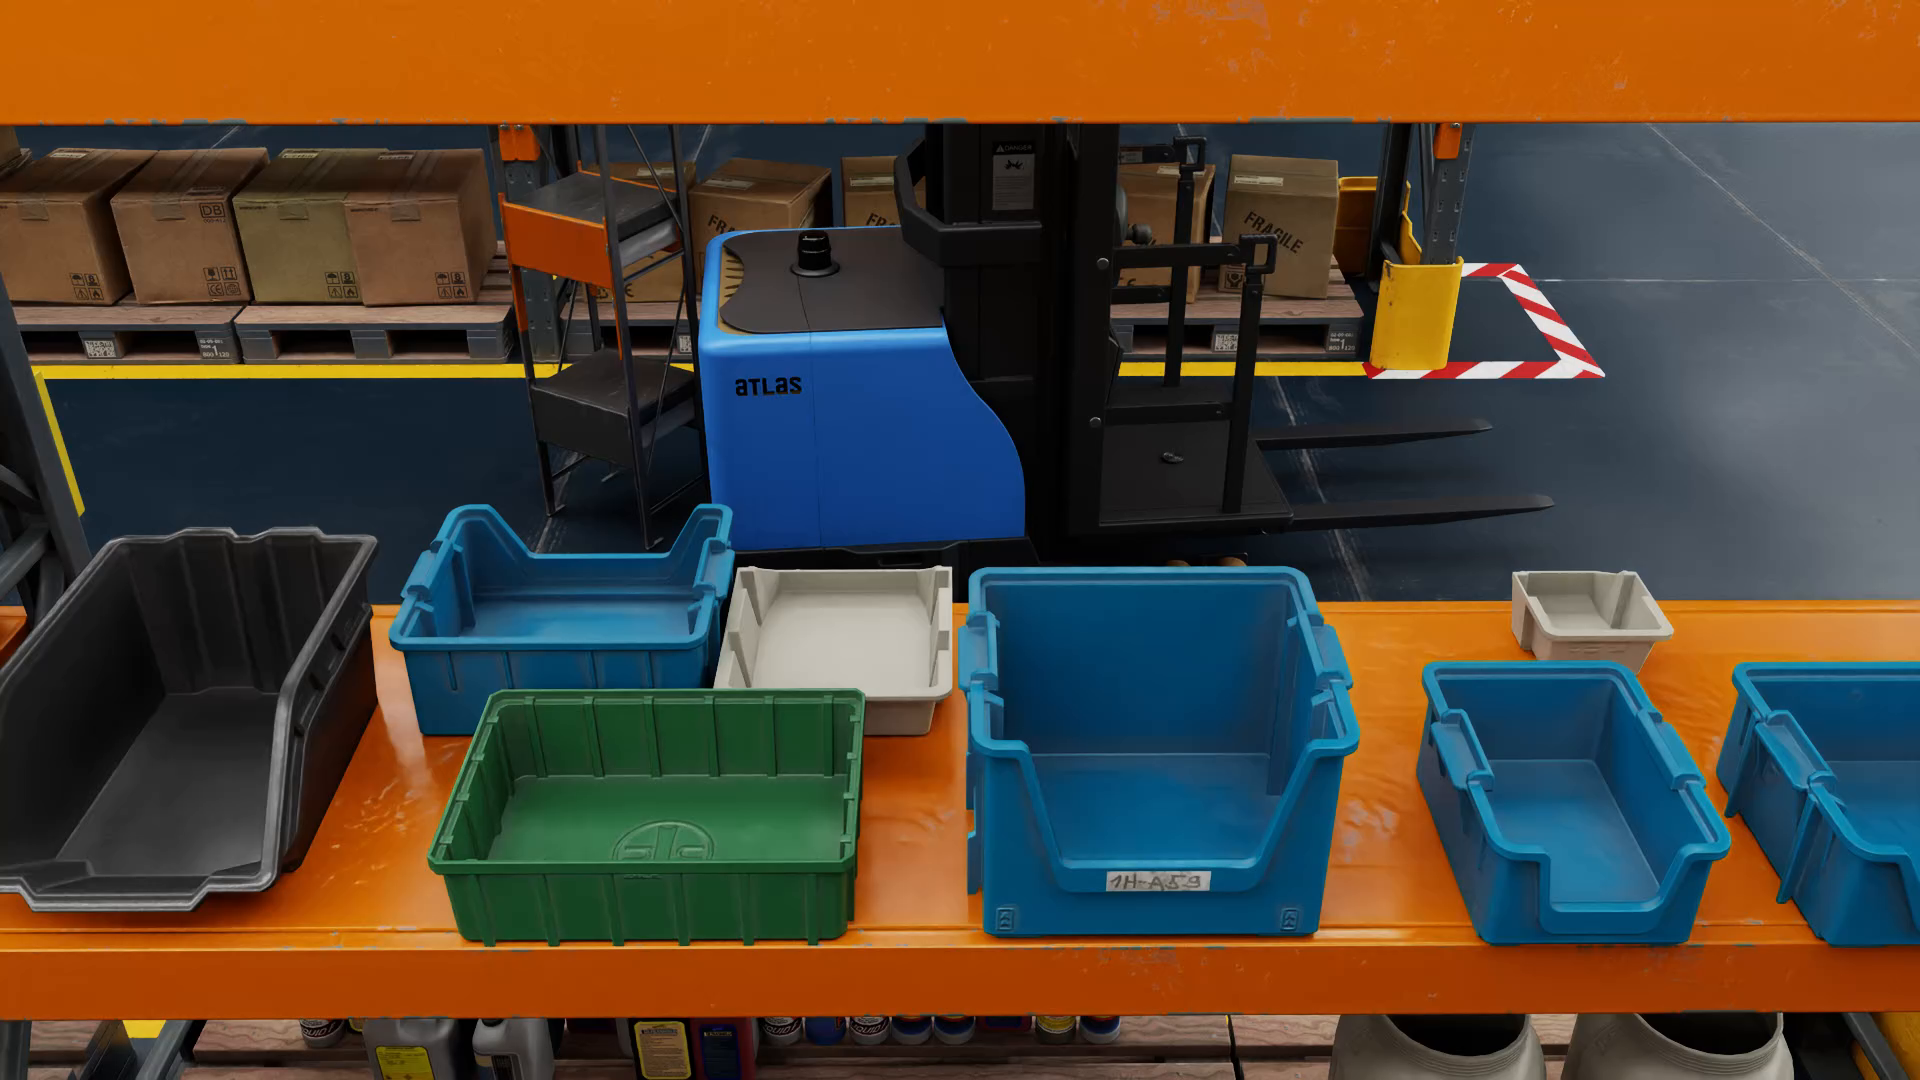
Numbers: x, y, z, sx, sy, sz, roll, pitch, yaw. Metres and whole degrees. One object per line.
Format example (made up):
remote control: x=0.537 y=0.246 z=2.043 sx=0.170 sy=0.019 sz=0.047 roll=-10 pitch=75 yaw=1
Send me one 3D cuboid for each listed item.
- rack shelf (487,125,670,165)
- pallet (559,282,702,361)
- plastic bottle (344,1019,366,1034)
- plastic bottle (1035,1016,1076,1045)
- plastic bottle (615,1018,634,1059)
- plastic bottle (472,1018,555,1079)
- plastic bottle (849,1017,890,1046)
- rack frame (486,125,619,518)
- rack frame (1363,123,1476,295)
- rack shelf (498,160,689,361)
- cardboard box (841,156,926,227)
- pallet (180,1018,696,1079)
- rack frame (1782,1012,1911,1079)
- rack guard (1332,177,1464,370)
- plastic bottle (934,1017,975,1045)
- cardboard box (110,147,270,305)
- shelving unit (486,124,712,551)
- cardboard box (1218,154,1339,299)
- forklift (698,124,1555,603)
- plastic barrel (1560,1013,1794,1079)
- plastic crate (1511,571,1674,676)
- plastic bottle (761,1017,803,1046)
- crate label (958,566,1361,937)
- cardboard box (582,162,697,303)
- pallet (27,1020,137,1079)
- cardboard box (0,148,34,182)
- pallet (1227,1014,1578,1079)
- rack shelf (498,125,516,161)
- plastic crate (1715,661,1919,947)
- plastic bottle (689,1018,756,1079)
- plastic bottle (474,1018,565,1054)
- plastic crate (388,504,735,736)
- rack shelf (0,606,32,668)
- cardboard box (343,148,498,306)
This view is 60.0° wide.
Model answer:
rack shelf: x=-1.279 y=-1.596 z=5.529 sx=0.480 sy=0.518 sz=0.431 roll=17 pitch=35 yaw=26
pallet: x=-1.214 y=-1.170 z=7.974 sx=1.213 sy=0.211 sz=1.003 roll=0 pitch=31 yaw=0
plastic bottle: x=-1.377 y=1.028 z=3.858 sx=0.133 sy=0.283 sz=0.061 roll=1 pitch=31 yaw=2
plastic bottle: x=0.226 y=1.068 z=3.872 sx=0.097 sy=0.201 sz=0.097 roll=0 pitch=31 yaw=0
plastic bottle: x=-0.699 y=1.019 z=3.808 sx=0.185 sy=0.351 sz=0.144 roll=0 pitch=31 yaw=-1
plastic bottle: x=-0.996 y=1.129 z=3.700 sx=0.135 sy=0.276 sz=0.152 roll=0 pitch=31 yaw=0
plastic bottle: x=-0.213 y=1.069 z=3.870 sx=0.097 sy=0.201 sz=0.097 roll=0 pitch=31 yaw=0
rack frame: x=-1.485 y=-1.074 z=5.993 sx=0.015 sy=2.100 sz=0.400 roll=17 pitch=35 yaw=26
rack frame: x=2.114 y=-2.354 z=7.238 sx=0.127 sy=3.000 sz=1.000 roll=0 pitch=31 yaw=0
rack shelf: x=-1.275 y=-0.998 z=5.893 sx=0.480 sy=0.518 sz=0.431 roll=17 pitch=35 yaw=26
cardboard box: x=-0.292 y=-1.481 z=7.805 sx=0.500 sy=0.500 sz=0.500 roll=-3 pitch=31 yaw=-5
pallet: x=-1.184 y=1.439 z=3.674 sx=1.213 sy=0.211 sz=1.003 roll=0 pitch=31 yaw=0
rack frame: x=2.144 y=0.215 z=3.004 sx=0.127 sy=3.000 sz=1.000 roll=0 pitch=31 yaw=0
rack guard: x=2.038 y=-1.285 z=7.886 sx=0.348 sy=0.500 sz=1.175 roll=0 pitch=31 yaw=0
plastic bottle: x=-0.014 y=1.039 z=3.853 sx=0.097 sy=0.271 sz=0.097 roll=0 pitch=31 yaw=0
cardboard box: x=-3.536 y=-1.476 z=7.777 sx=0.500 sy=0.500 sz=0.700 roll=-3 pitch=31 yaw=-5
shelving unit: x=-1.275 y=-1.010 z=5.886 sx=0.503 sy=2.100 sz=0.431 roll=17 pitch=35 yaw=26
cardboard box: x=1.490 y=-1.472 z=7.789 sx=0.500 sy=0.500 sz=0.500 roll=5 pitch=32 yaw=9
forklift: x=0.620 y=-1.285 z=5.542 sx=3.031 sy=2.935 sz=1.130 roll=-3 pitch=31 yaw=-5
plastic barrel: x=1.486 y=1.141 z=3.471 sx=0.421 sy=0.512 sz=0.421 roll=0 pitch=31 yaw=0
plastic crate: x=1.247 y=0.164 z=3.342 sx=0.250 sy=0.136 sz=0.298 roll=0 pitch=31 yaw=0
plastic bottle: x=-0.418 y=1.070 z=3.869 sx=0.097 sy=0.201 sz=0.097 roll=0 pitch=31 yaw=0
crate label: x=0.305 y=0.346 z=2.754 sx=0.616 sy=0.435 sz=0.502 roll=0 pitch=31 yaw=0
cardboard box: x=-1.486 y=-1.433 z=7.725 sx=0.500 sy=0.500 sz=0.500 roll=-1 pitch=31 yaw=-2
pallet: x=-2.641 y=1.442 z=3.669 sx=1.213 sy=0.211 sz=1.003 roll=0 pitch=31 yaw=0
cardboard box: x=-4.661 y=-1.469 z=7.765 sx=0.500 sy=0.500 sz=0.700 roll=-3 pitch=31 yaw=-4
pallet: x=1.256 y=1.432 z=3.687 sx=1.213 sy=0.211 sz=1.003 roll=0 pitch=31 yaw=0
rack shelf: x=-3.886 y=-2.028 z=7.394 sx=4.000 sy=0.370 sz=1.077 roll=0 pitch=31 yaw=0
plastic crate: x=1.645 y=0.436 z=2.784 sx=0.616 sy=0.251 sz=0.499 roll=0 pitch=31 yaw=0
plastic bottle: x=-0.535 y=1.105 z=3.732 sx=0.133 sy=0.283 sz=0.061 roll=0 pitch=31 yaw=0
plastic bottle: x=-1.022 y=1.020 z=3.807 sx=0.185 sy=0.351 sz=0.144 roll=-2 pitch=31 yaw=-3
plastic crate: x=-0.751 y=0.147 z=3.259 sx=0.616 sy=0.251 sz=0.499 roll=0 pitch=31 yaw=0
rack shelf: x=-3.856 y=0.542 z=3.159 sx=4.000 sy=0.370 sz=1.077 roll=0 pitch=31 yaw=0
cardboard box: x=-2.500 y=-1.470 z=7.767 sx=0.500 sy=0.500 sz=0.700 roll=-2 pitch=31 yaw=-4
